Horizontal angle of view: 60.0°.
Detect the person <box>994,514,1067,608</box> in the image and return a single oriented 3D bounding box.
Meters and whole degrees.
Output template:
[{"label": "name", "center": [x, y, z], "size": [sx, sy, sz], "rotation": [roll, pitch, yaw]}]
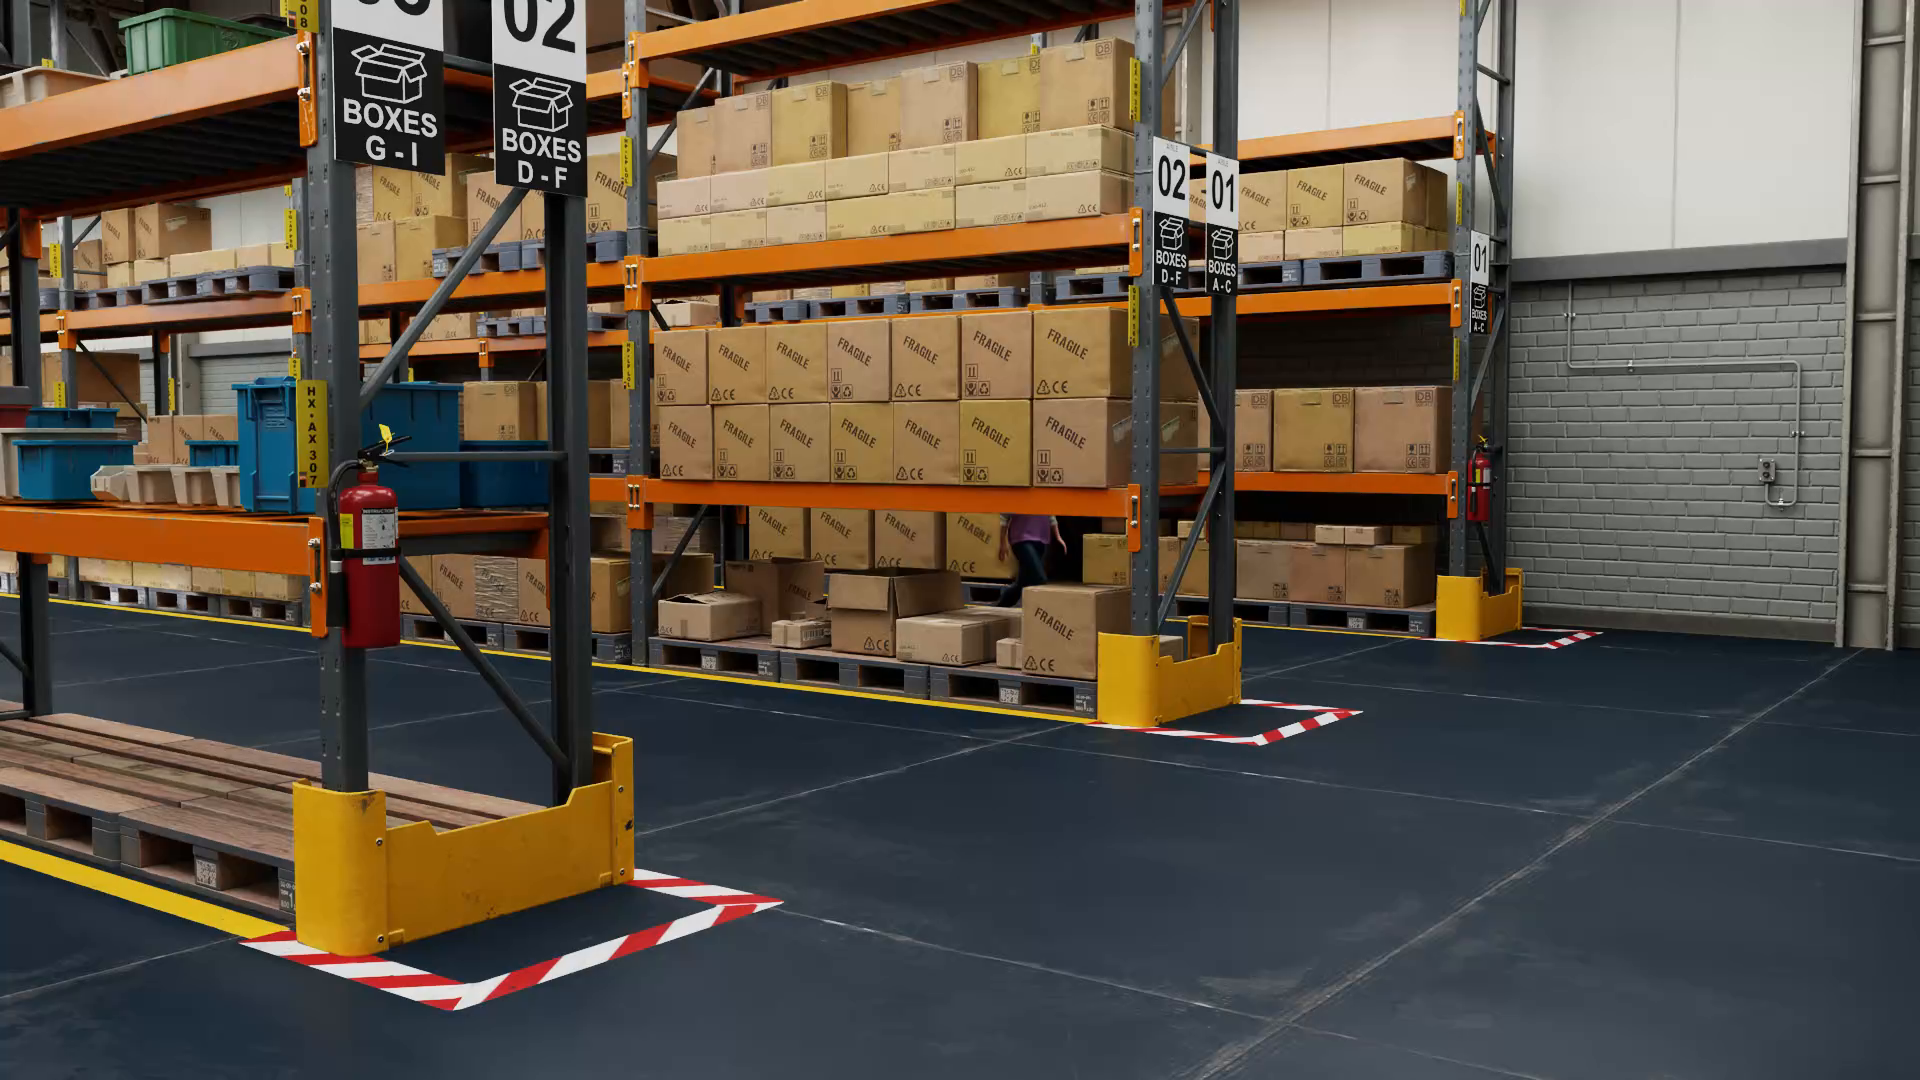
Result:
[{"label": "person", "center": [0.546, 0.013, 12.693], "size": [0.436, 1.528, 0.942], "rotation": [-3, 5, -43]}]
